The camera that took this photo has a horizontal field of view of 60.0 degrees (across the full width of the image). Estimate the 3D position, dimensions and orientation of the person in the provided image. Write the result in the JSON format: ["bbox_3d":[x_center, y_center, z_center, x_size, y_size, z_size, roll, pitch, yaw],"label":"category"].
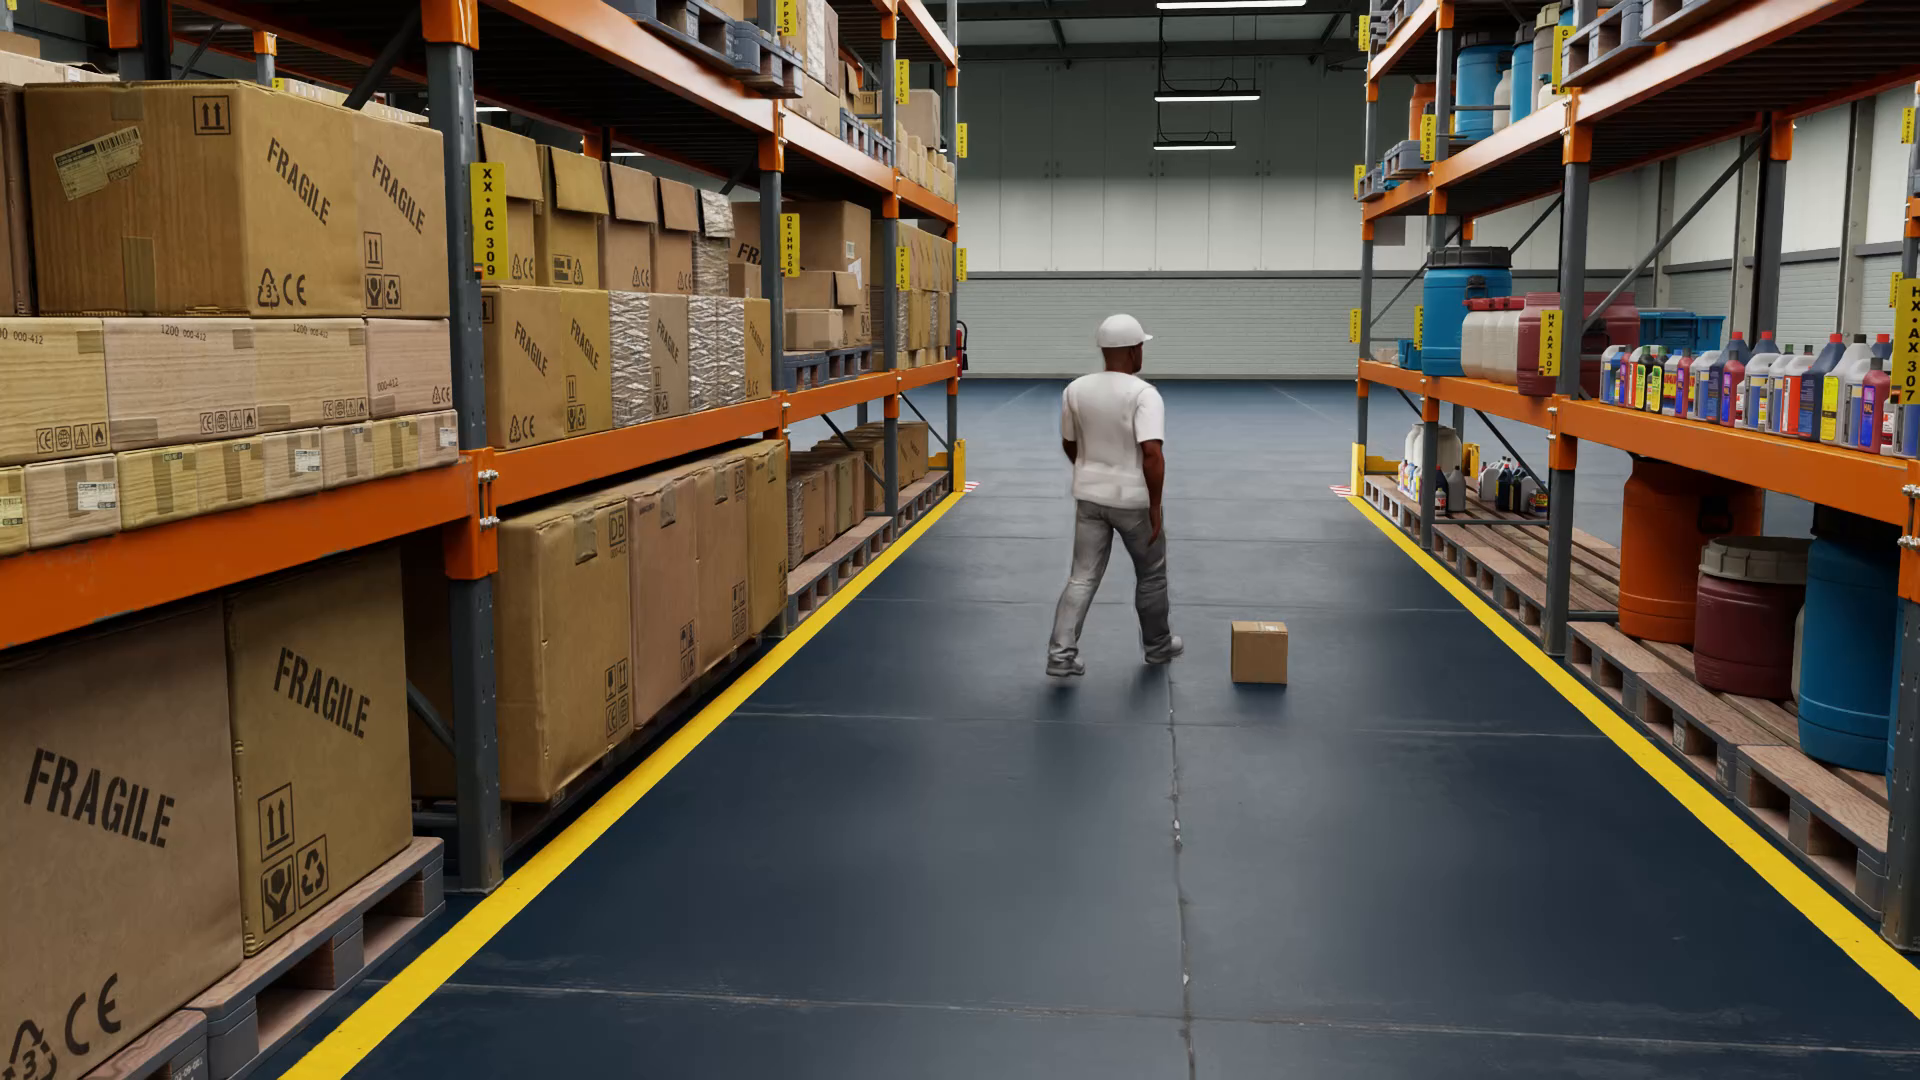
[{"bbox_3d":[0.793,-0.209,7.924,0.624,1.711,1.060,5,9,32],"label":"person"}]
